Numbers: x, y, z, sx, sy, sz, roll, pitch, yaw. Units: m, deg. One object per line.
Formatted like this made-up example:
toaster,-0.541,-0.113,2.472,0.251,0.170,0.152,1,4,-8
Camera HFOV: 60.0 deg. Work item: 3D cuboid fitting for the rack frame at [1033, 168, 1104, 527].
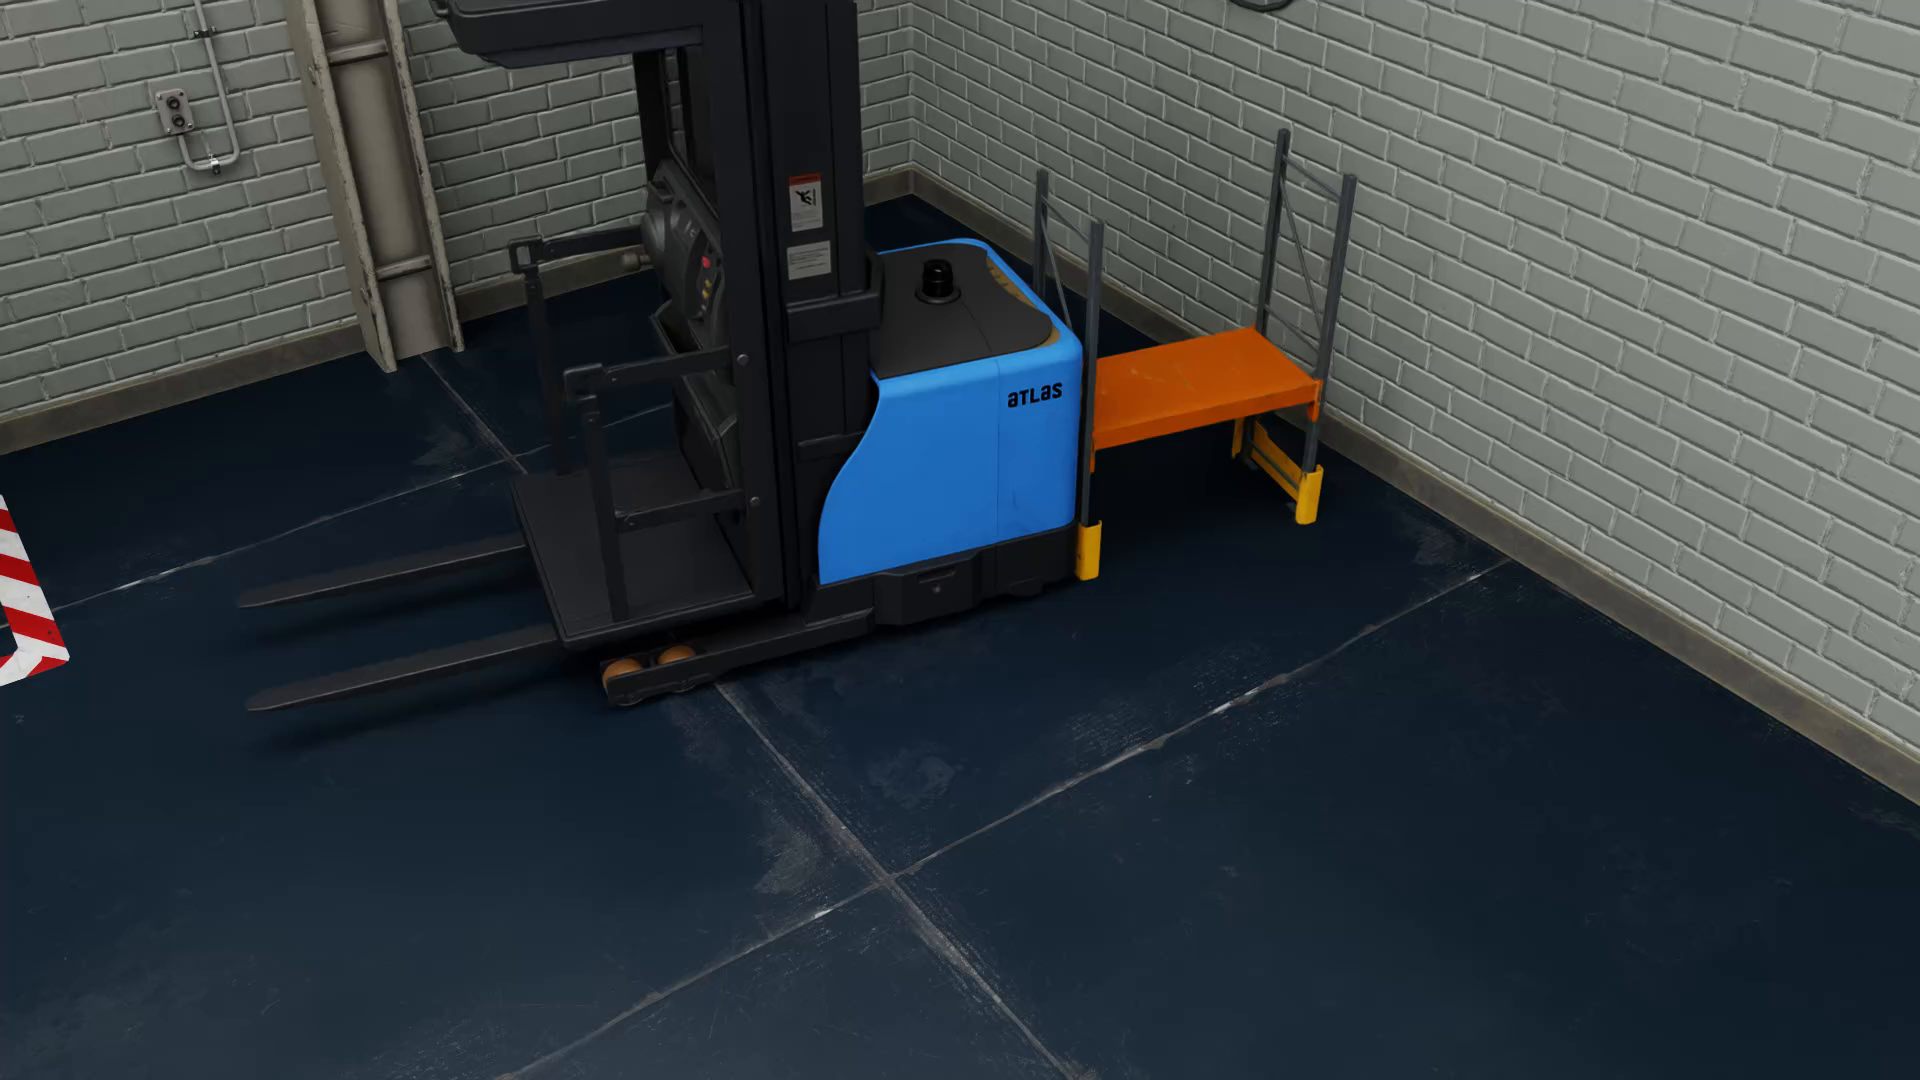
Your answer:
rack frame,0.386,-0.610,6.314,0.032,1.500,0.500,-13,38,-18

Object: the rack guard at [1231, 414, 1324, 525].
rack guard,1.326,-0.327,6.991,0.087,0.250,0.587,-13,38,-18

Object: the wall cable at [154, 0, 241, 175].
wall cable,-3.840,-2.117,6.255,1.851,1.984,0.084,-22,41,-28

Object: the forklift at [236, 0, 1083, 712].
forklift,-1.114,-0.950,5.561,3.031,2.935,1.130,-13,38,-18

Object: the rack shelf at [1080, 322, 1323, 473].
rack shelf,0.857,-0.576,6.575,1.000,0.185,0.538,-13,38,-18

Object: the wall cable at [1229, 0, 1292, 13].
wall cable,0.487,-3.730,6.888,0.112,2.526,3.097,-22,41,-28

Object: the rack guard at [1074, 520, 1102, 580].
rack guard,0.404,-0.107,6.685,0.087,0.250,0.587,-13,38,-18

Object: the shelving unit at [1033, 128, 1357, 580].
shelving unit,0.865,-0.724,6.473,1.083,1.500,0.587,-13,38,-18

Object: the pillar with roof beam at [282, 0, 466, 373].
pillar with roof beam,-0.153,-2.525,2.553,0.400,9.000,9.100,-22,41,-28

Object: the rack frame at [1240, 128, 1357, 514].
rack frame,1.327,-0.835,6.626,0.032,1.500,0.500,-13,38,-18
